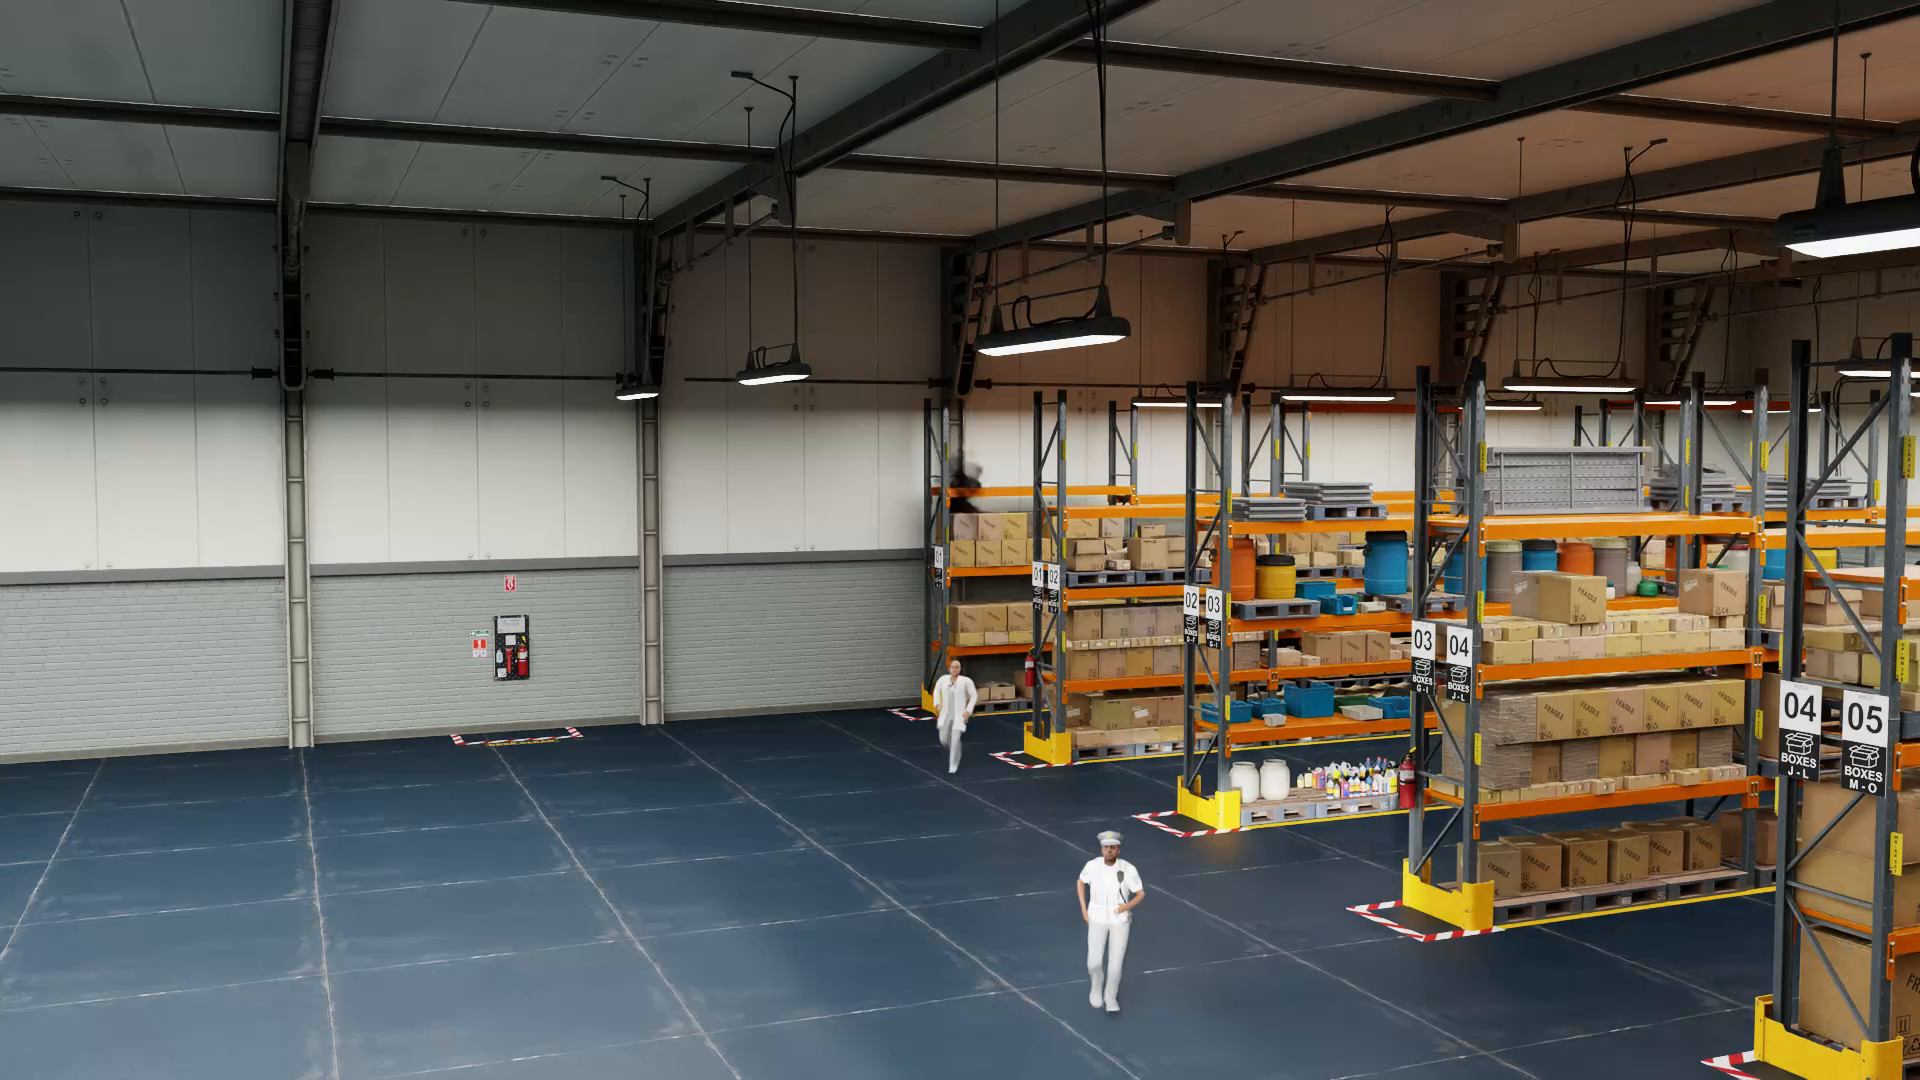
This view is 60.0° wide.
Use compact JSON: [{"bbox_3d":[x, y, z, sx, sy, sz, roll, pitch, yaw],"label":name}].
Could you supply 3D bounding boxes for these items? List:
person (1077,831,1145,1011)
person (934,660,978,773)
[{"bbox_3d":[1.346,3.435,14.951,0.628,1.670,0.546,1,3,11],"label":"person"},{"bbox_3d":[-0.096,2.763,26.166,0.745,1.745,0.578,1,4,18],"label":"person"}]
